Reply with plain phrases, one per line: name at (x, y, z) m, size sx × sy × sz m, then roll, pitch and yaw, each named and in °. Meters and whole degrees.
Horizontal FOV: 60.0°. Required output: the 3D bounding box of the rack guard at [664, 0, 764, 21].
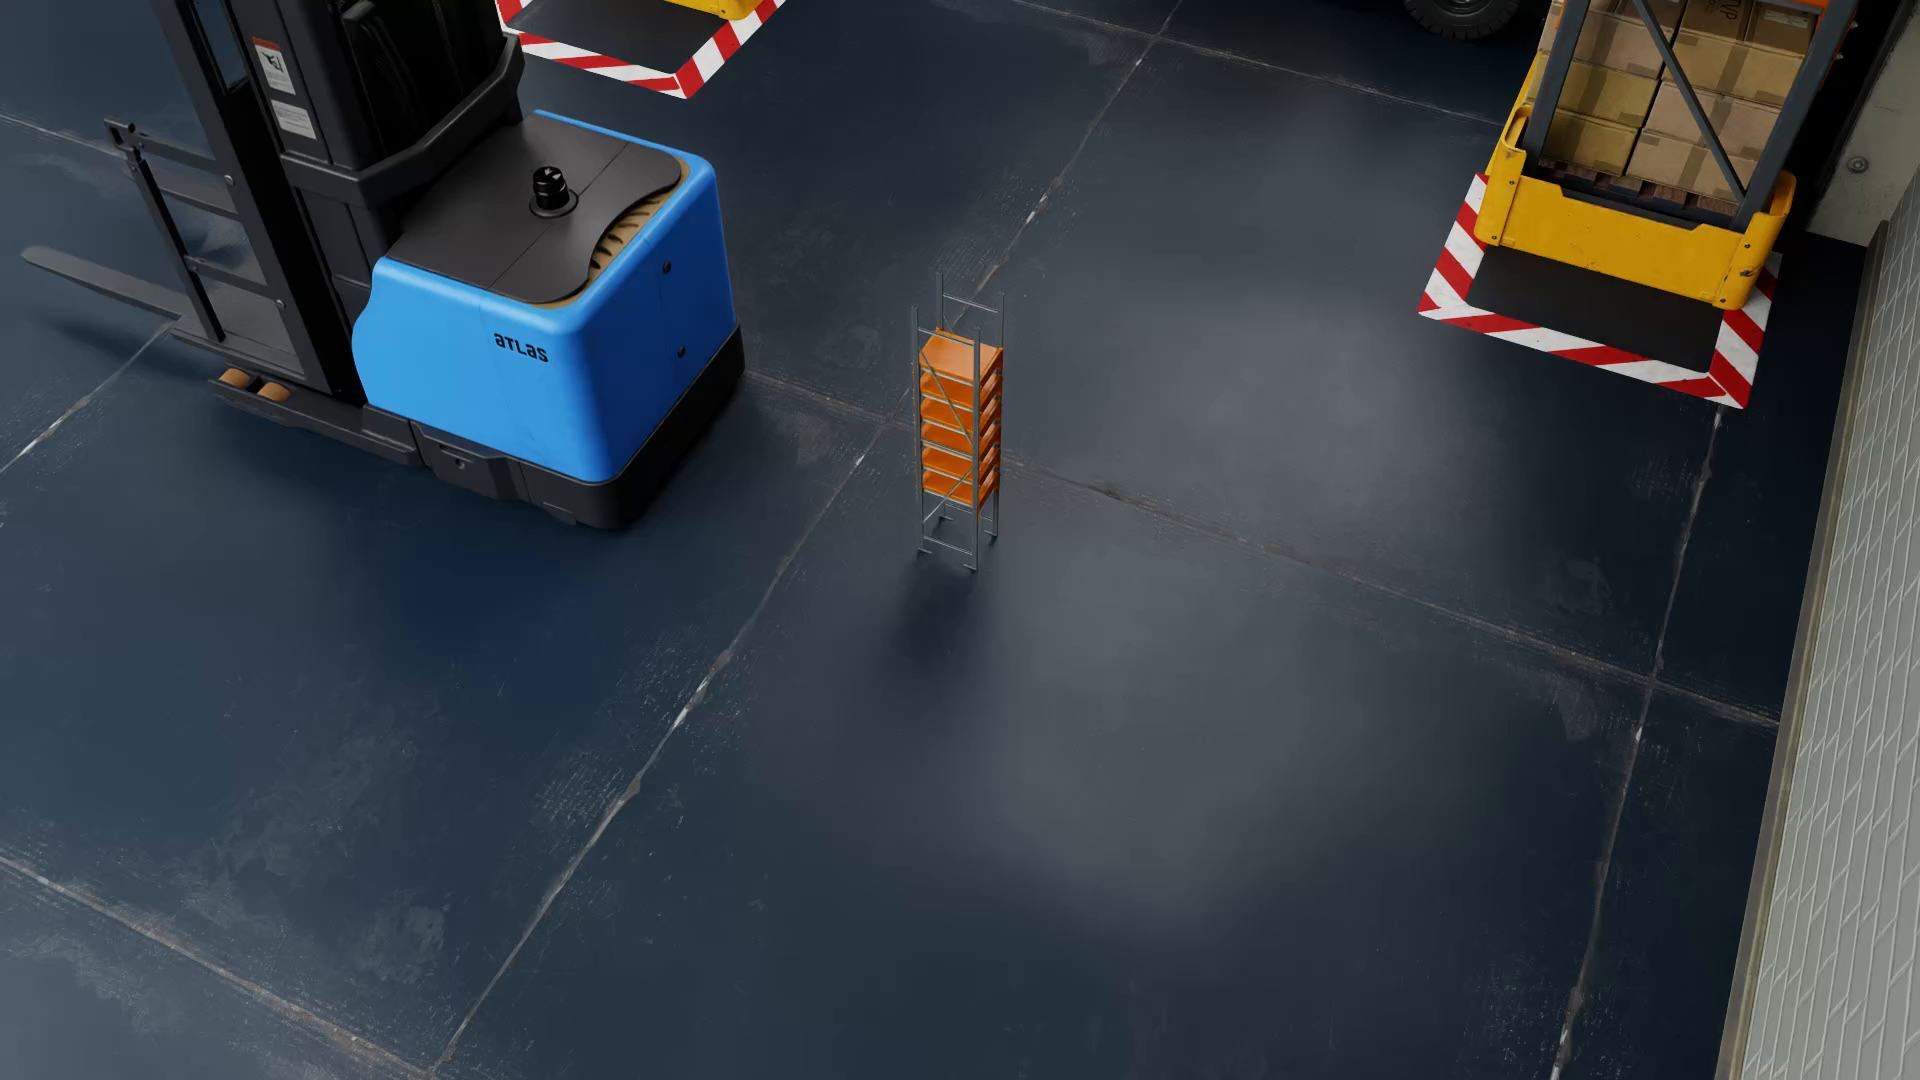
rack guard at (-1.577, -3.112, 8.570) m, size 1.175 × 0.500 × 0.348 m, roll 20°, pitch 52°, yaw 16°

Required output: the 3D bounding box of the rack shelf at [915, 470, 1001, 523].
rack shelf at (-0.006, -0.195, 6.001) m, size 0.258 × 0.103 × 0.180 m, roll 20°, pitch 52°, yaw 16°

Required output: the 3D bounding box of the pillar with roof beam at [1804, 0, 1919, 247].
pillar with roof beam at (0.100, -5.788, 5.267) m, size 9.100 × 9.000 × 0.400 m, roll 20°, pitch 52°, yaw 16°

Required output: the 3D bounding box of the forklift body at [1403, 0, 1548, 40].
forklift body at (2.041, -3.882, 8.141) m, size 2.313 × 2.155 × 1.214 m, roll 20°, pitch 52°, yaw 16°

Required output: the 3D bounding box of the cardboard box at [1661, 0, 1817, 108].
cardboard box at (3.257, -2.096, 6.937) m, size 0.500 × 0.250 × 0.500 m, roll 19°, pitch 52°, yaw 16°

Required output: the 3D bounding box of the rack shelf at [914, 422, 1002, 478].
rack shelf at (-0.006, -0.350, 5.818) m, size 0.258 × 0.103 × 0.180 m, roll 20°, pitch 52°, yaw 16°

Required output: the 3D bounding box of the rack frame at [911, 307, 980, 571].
rack frame at (-0.045, -0.316, 5.731) m, size 0.240 × 1.200 × 0.006 m, roll 20°, pitch 52°, yaw 16°

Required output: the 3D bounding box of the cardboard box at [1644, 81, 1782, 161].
cardboard box at (3.269, -1.921, 7.116) m, size 0.500 × 0.250 × 0.500 m, roll 21°, pitch 53°, yaw 17°

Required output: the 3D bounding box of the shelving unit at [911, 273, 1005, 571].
shelving unit at (-0.006, -0.379, 5.785) m, size 0.258 × 1.200 × 0.189 m, roll 20°, pitch 52°, yaw 16°

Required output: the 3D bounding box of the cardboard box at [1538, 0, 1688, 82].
cardboard box at (2.795, -2.245, 7.064) m, size 0.500 × 0.250 × 0.500 m, roll 21°, pitch 53°, yaw 17°

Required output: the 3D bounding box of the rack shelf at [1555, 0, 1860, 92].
rack shelf at (3.735, -3.401, 7.647) m, size 1.077 × 0.370 × 4.000 m, roll 20°, pitch 52°, yaw 16°

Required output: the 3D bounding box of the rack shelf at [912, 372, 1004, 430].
rack shelf at (-0.006, -0.506, 5.636) m, size 0.258 × 0.103 × 0.180 m, roll 20°, pitch 52°, yaw 16°

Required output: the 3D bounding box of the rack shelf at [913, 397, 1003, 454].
rack shelf at (-0.006, -0.428, 5.727) m, size 0.258 × 0.103 × 0.180 m, roll 20°, pitch 52°, yaw 16°

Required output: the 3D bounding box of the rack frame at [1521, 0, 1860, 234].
rack frame at (2.880, -2.257, 6.201) m, size 1.000 × 3.000 × 0.127 m, roll 20°, pitch 52°, yaw 16°

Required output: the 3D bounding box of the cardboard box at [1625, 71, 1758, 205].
cardboard box at (3.267, -1.777, 7.322) m, size 0.500 × 0.250 × 0.500 m, roll 20°, pitch 52°, yaw 16°

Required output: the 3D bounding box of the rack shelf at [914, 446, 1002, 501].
rack shelf at (-0.006, -0.272, 5.910) m, size 0.258 × 0.103 × 0.180 m, roll 20°, pitch 52°, yaw 16°

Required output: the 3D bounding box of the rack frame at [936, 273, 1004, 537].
rack frame at (0.033, -0.442, 5.838) m, size 0.240 × 1.200 × 0.006 m, roll 20°, pitch 52°, yaw 16°

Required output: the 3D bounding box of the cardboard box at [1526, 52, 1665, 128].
cardboard box at (2.806, -2.101, 7.270) m, size 0.500 × 0.250 × 0.500 m, roll 19°, pitch 52°, yaw 16°

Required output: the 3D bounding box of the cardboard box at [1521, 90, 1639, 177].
cardboard box at (2.795, -1.929, 7.451) m, size 0.500 × 0.250 × 0.500 m, roll 20°, pitch 53°, yaw 16°

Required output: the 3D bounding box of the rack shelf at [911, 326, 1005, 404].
rack shelf at (-0.006, -0.583, 5.544) m, size 0.258 × 0.103 × 0.180 m, roll 20°, pitch 52°, yaw 16°

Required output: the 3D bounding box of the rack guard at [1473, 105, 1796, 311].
rack guard at (2.870, -1.431, 7.139) m, size 1.175 × 0.500 × 0.348 m, roll 20°, pitch 52°, yaw 16°

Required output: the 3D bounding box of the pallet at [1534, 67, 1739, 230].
pallet at (3.169, -1.894, 7.723) m, size 1.003 × 0.211 × 1.213 m, roll 20°, pitch 52°, yaw 16°

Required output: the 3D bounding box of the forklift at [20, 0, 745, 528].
forklift at (-2.433, -1.760, 5.823) m, size 3.031 × 2.935 × 1.130 m, roll 19°, pitch 52°, yaw 16°
